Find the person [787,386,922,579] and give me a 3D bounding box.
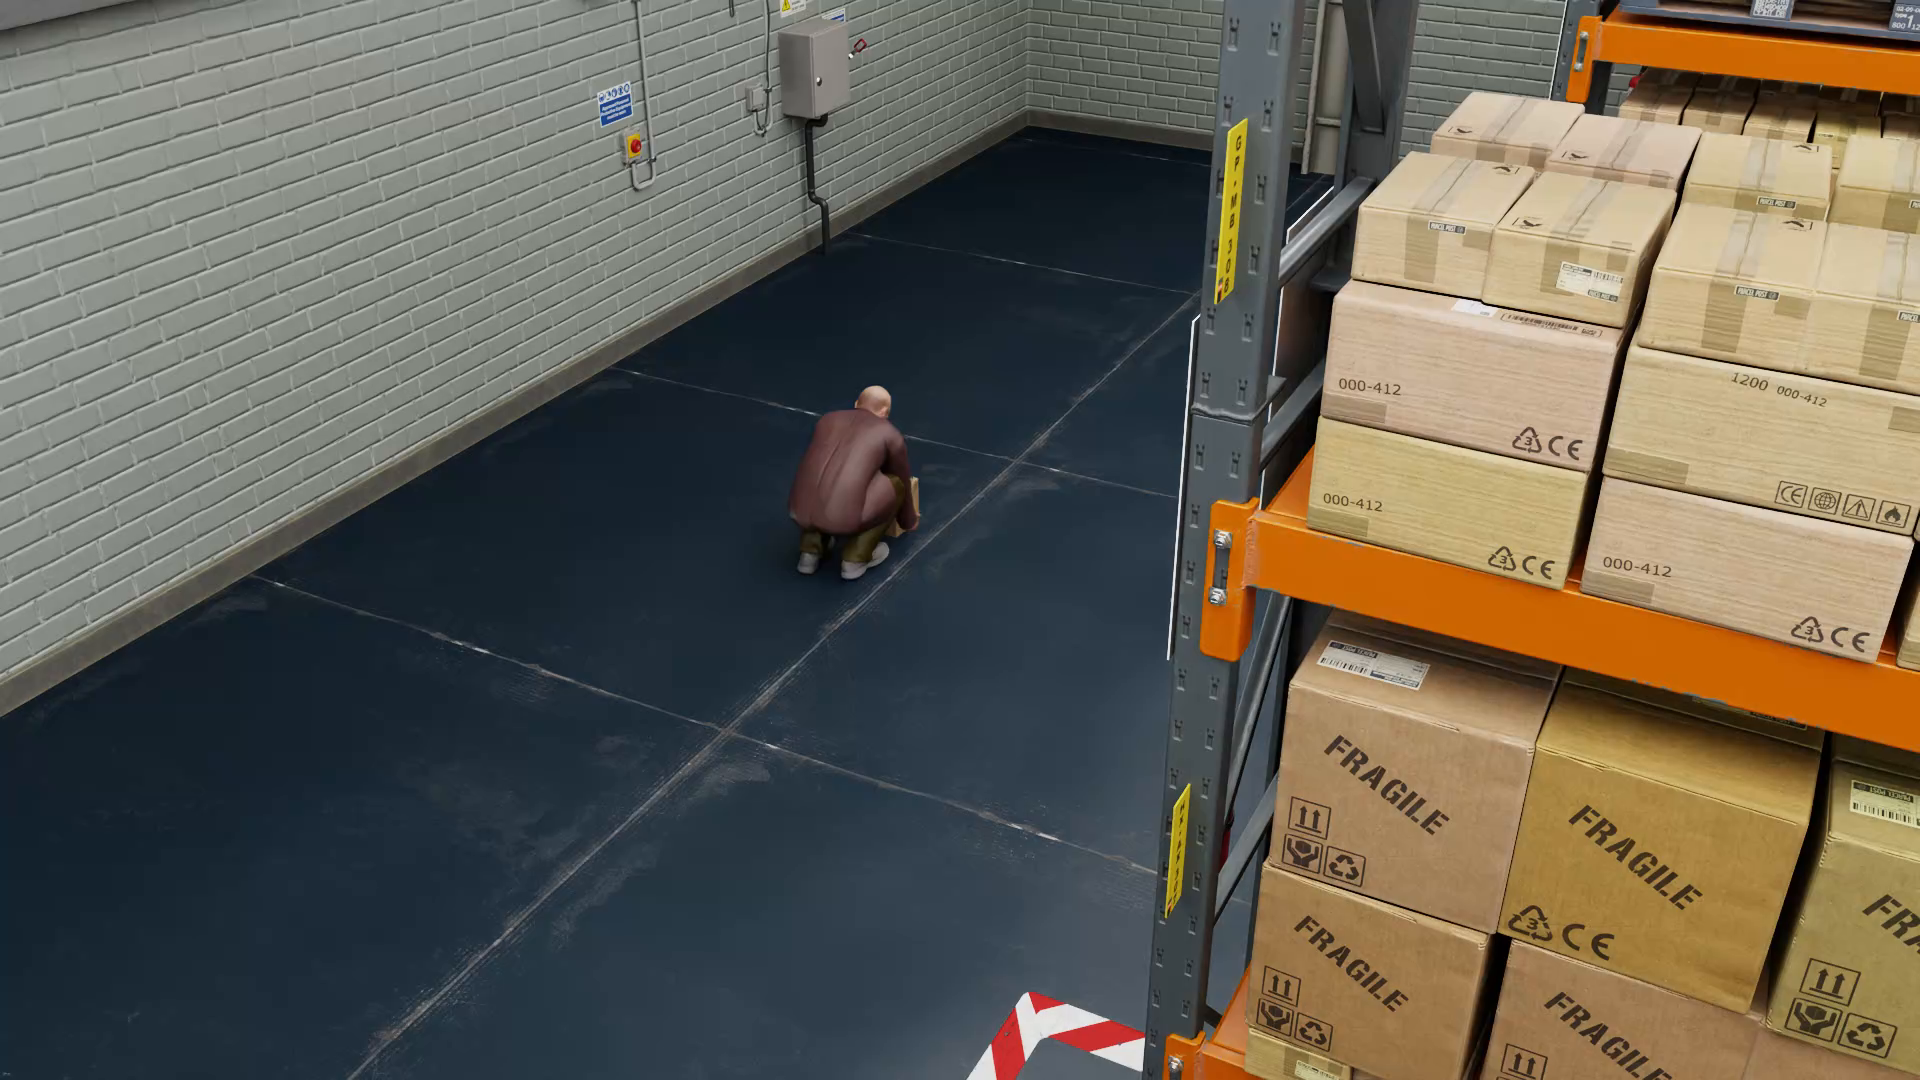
[{"bbox_3d":[-0.555,-0.255,8.656,0.581,0.884,0.911,14,33,23],"label":"person"}]
